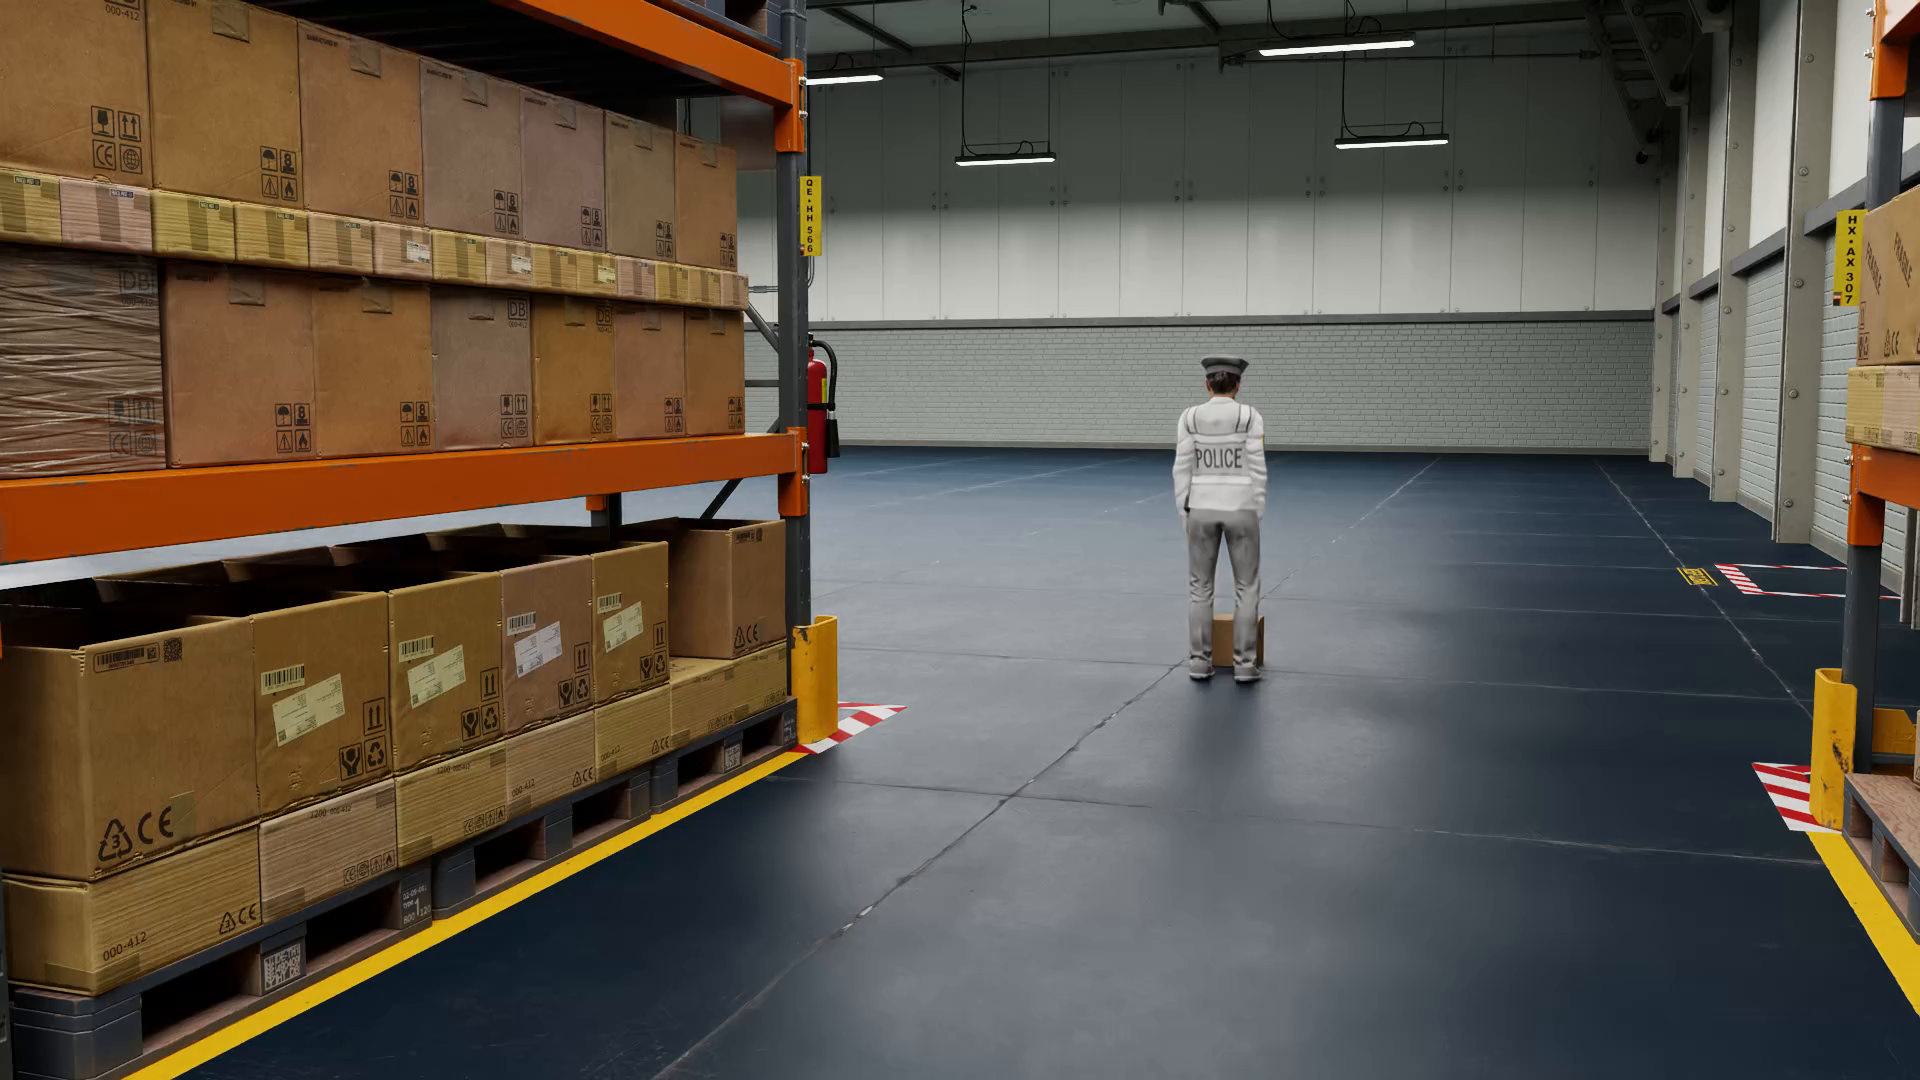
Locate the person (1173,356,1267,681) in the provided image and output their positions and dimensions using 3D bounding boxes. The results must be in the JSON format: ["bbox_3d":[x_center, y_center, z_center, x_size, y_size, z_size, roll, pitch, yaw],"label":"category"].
[{"bbox_3d":[1.328,-0.106,8.496,0.482,1.655,0.366,2,6,20],"label":"person"}]
